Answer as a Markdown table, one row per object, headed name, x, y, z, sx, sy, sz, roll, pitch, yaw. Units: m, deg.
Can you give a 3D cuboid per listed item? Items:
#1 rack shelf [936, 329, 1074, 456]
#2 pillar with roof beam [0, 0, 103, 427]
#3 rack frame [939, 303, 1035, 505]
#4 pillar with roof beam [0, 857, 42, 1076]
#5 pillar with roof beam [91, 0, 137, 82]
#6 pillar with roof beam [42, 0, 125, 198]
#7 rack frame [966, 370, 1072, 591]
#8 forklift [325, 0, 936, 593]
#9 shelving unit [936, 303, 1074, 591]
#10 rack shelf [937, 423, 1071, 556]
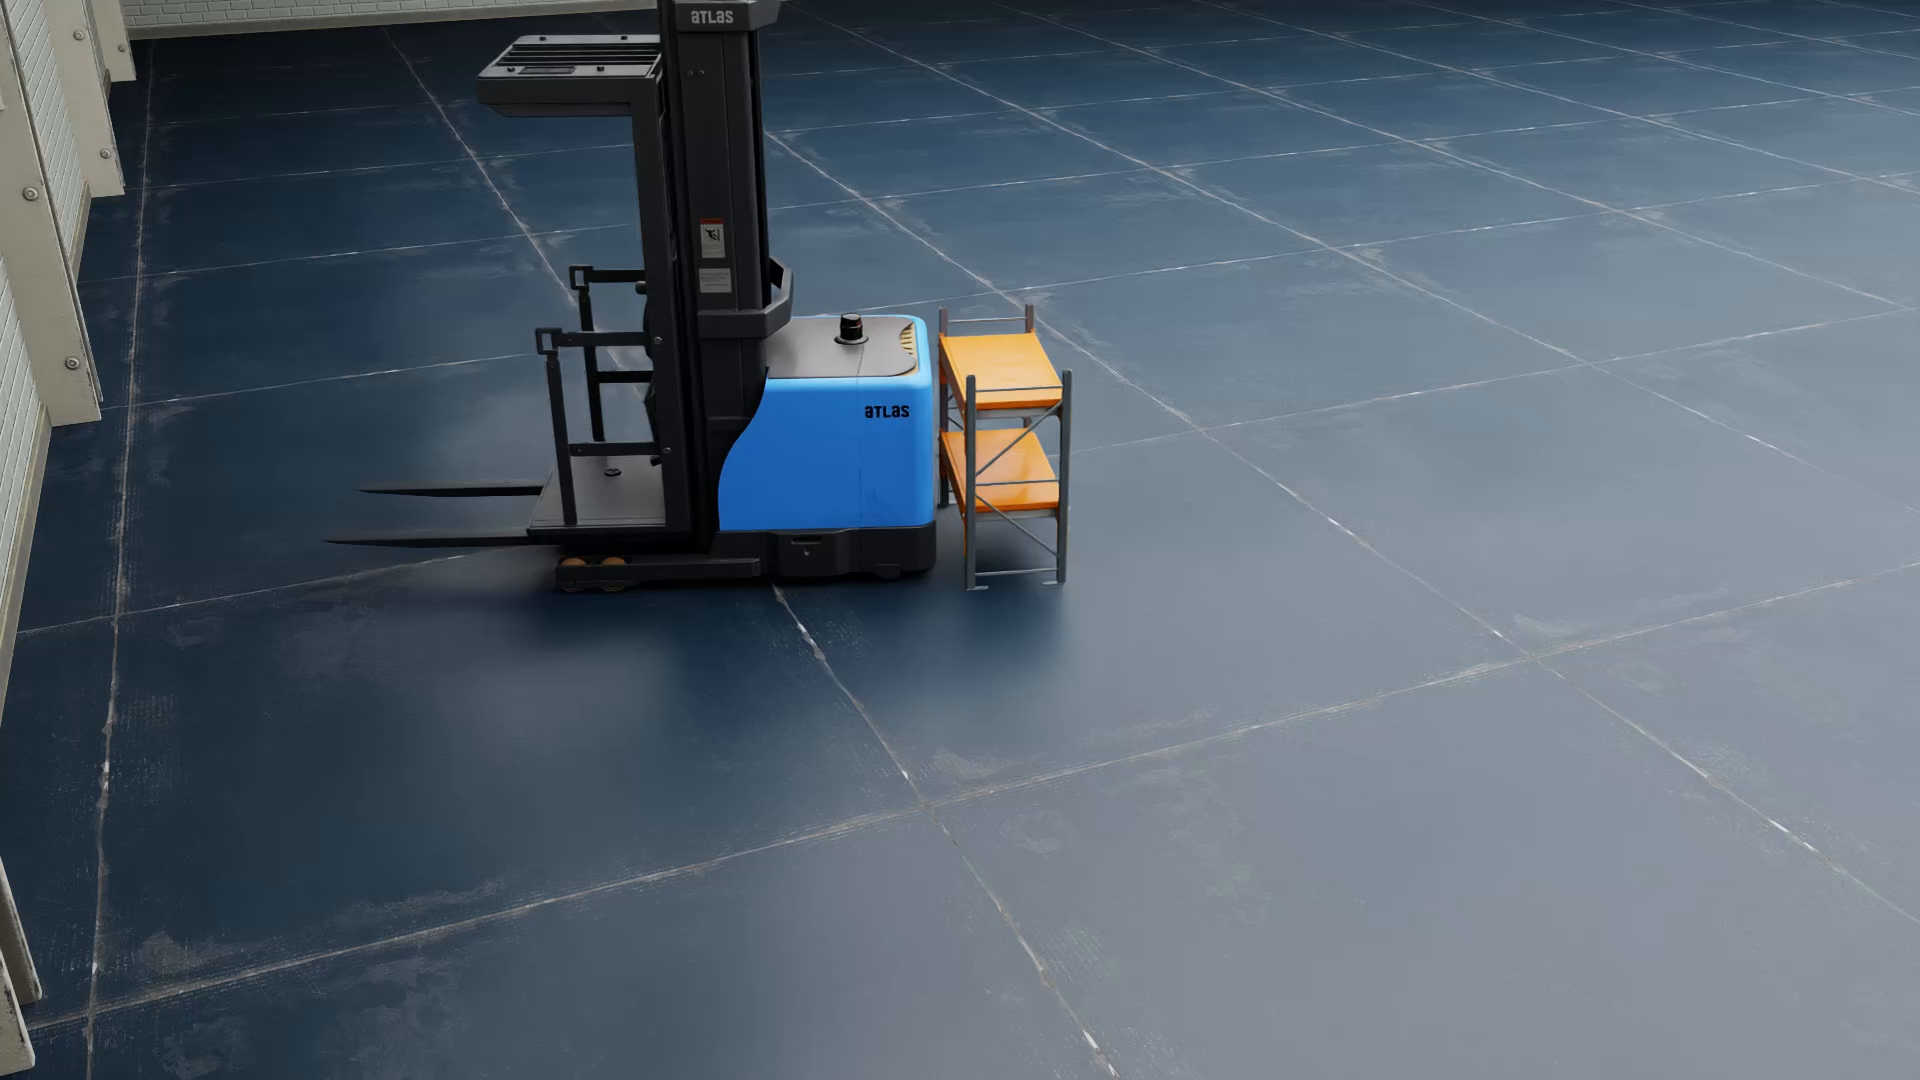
| name | x | y | z | sx | sy | sz | roll | pitch | yaw |
| --- | --- | --- | --- | --- | --- | --- | --- | --- | --- |
| rack shelf | 0.210 | -0.760 | 8.356 | 0.538 | 0.278 | 1.000 | -3 | 26 | -7 |
| pillar with roof beam | -1.563 | -5.577 | 9.916 | 9.100 | 9.000 | 0.400 | -11 | 28 | -21 |
| rack frame | 0.141 | -0.717 | 8.937 | 0.500 | 1.125 | 0.032 | -3 | 26 | -7 |
| pillar with roof beam | 0.787 | -3.155 | 4.955 | 9.100 | 9.000 | 0.400 | -11 | 28 | -21 |
| pillar with roof beam | -6.262 | -10.422 | 19.838 | 9.100 | 9.000 | 0.400 | -11 | 28 | -21 |
| pillar with roof beam | -3.913 | -7.999 | 14.877 | 9.100 | 9.000 | 0.400 | -11 | 28 | -21 |
| rack frame | 0.278 | -0.276 | 8.032 | 0.500 | 1.125 | 0.032 | -3 | 26 | -7 |
| forklift | -1.655 | -1.296 | 8.064 | 3.031 | 2.935 | 1.130 | -1 | 26 | -3 |
| shelving unit | 0.210 | -0.496 | 8.485 | 0.538 | 1.125 | 1.048 | -3 | 26 | -7 |
| rack shelf | 0.210 | -0.277 | 8.592 | 0.538 | 0.278 | 1.000 | -3 | 26 | -7 |
